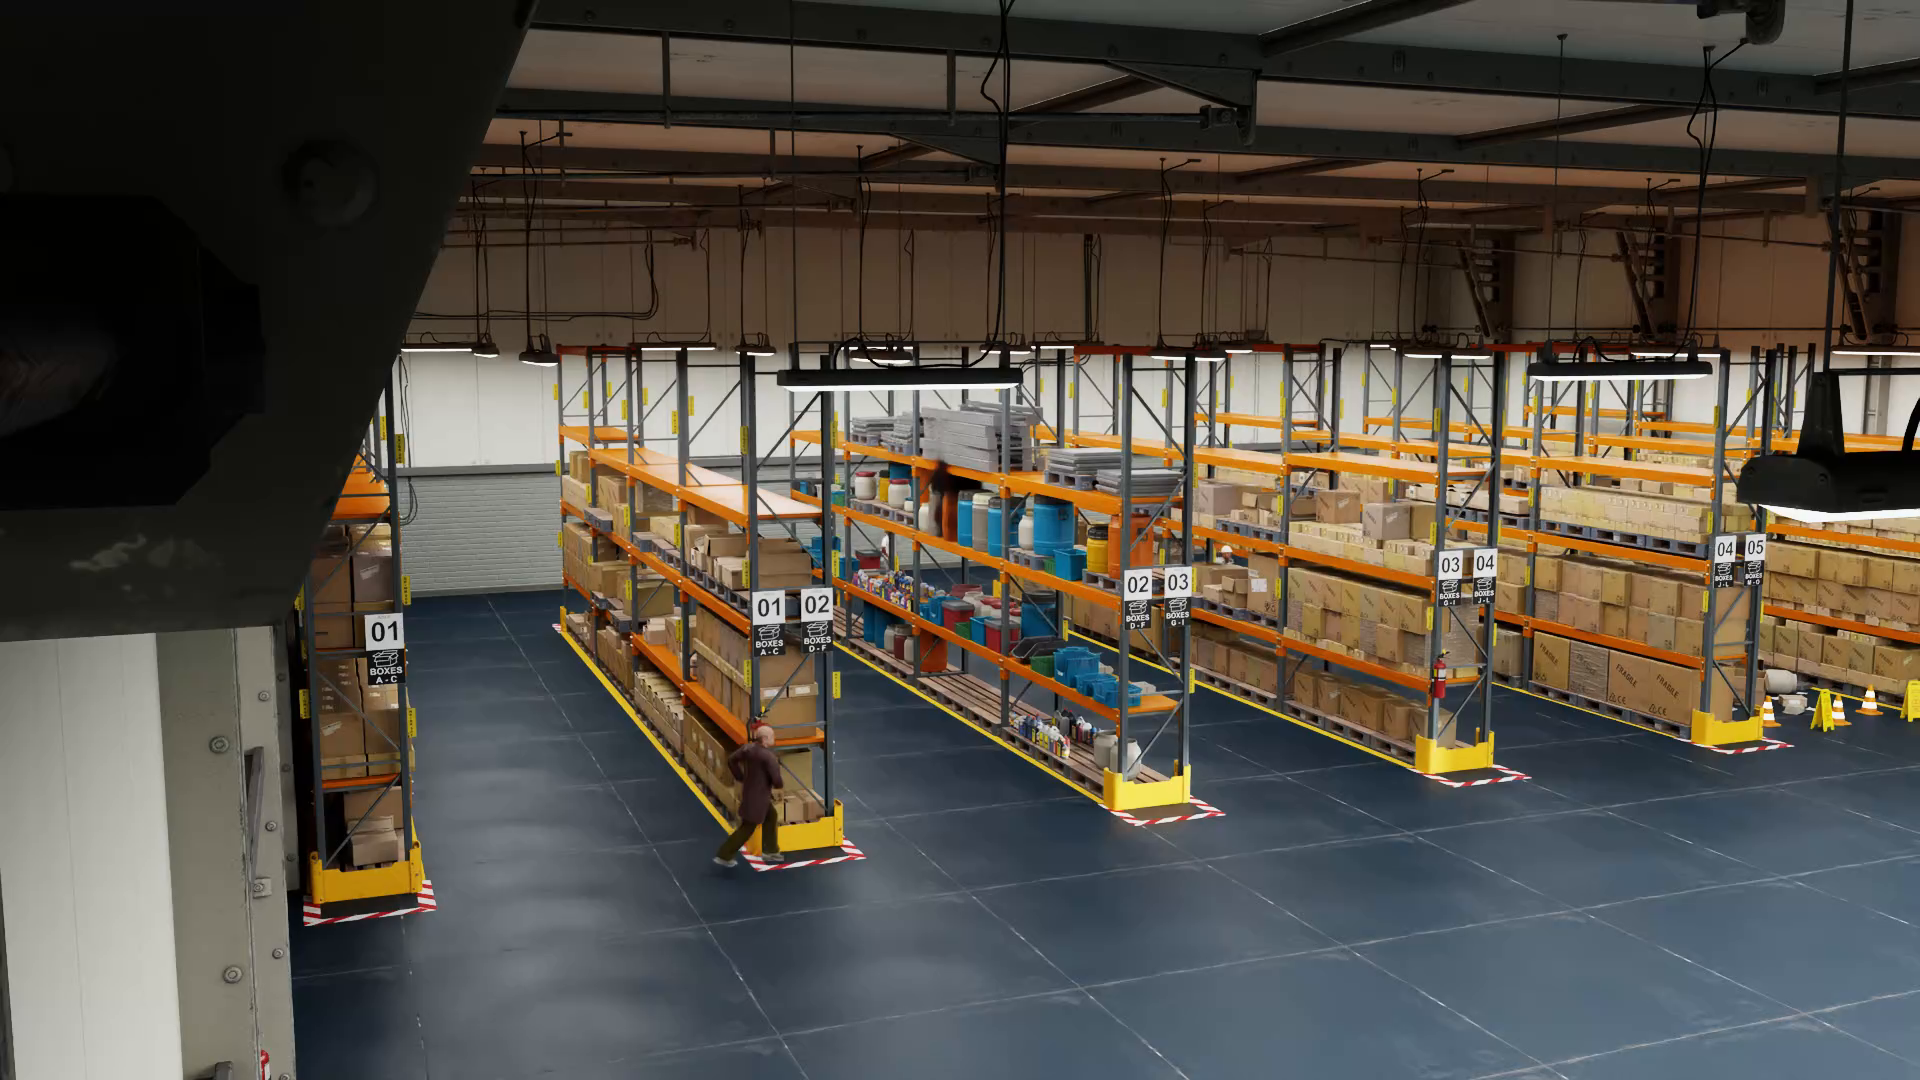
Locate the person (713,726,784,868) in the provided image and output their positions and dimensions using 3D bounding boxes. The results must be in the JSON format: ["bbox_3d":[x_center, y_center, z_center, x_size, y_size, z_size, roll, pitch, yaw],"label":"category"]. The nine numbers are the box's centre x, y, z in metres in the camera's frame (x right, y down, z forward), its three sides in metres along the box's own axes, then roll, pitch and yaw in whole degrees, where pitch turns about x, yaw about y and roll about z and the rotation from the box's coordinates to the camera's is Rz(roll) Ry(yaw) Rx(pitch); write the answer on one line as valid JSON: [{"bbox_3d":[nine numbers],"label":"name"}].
[{"bbox_3d":[-2.363,3.030,19.353,0.909,1.736,0.746,-4,8,-27],"label":"person"}]

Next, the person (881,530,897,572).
[{"bbox_3d":[-1.746,0.483,39.449,0.575,1.718,0.714,0,7,-1],"label":"person"}]

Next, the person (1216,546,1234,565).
[{"bbox_3d":[5.629,0.959,35.734,0.633,1.700,0.729,-6,9,-38],"label":"person"}]
